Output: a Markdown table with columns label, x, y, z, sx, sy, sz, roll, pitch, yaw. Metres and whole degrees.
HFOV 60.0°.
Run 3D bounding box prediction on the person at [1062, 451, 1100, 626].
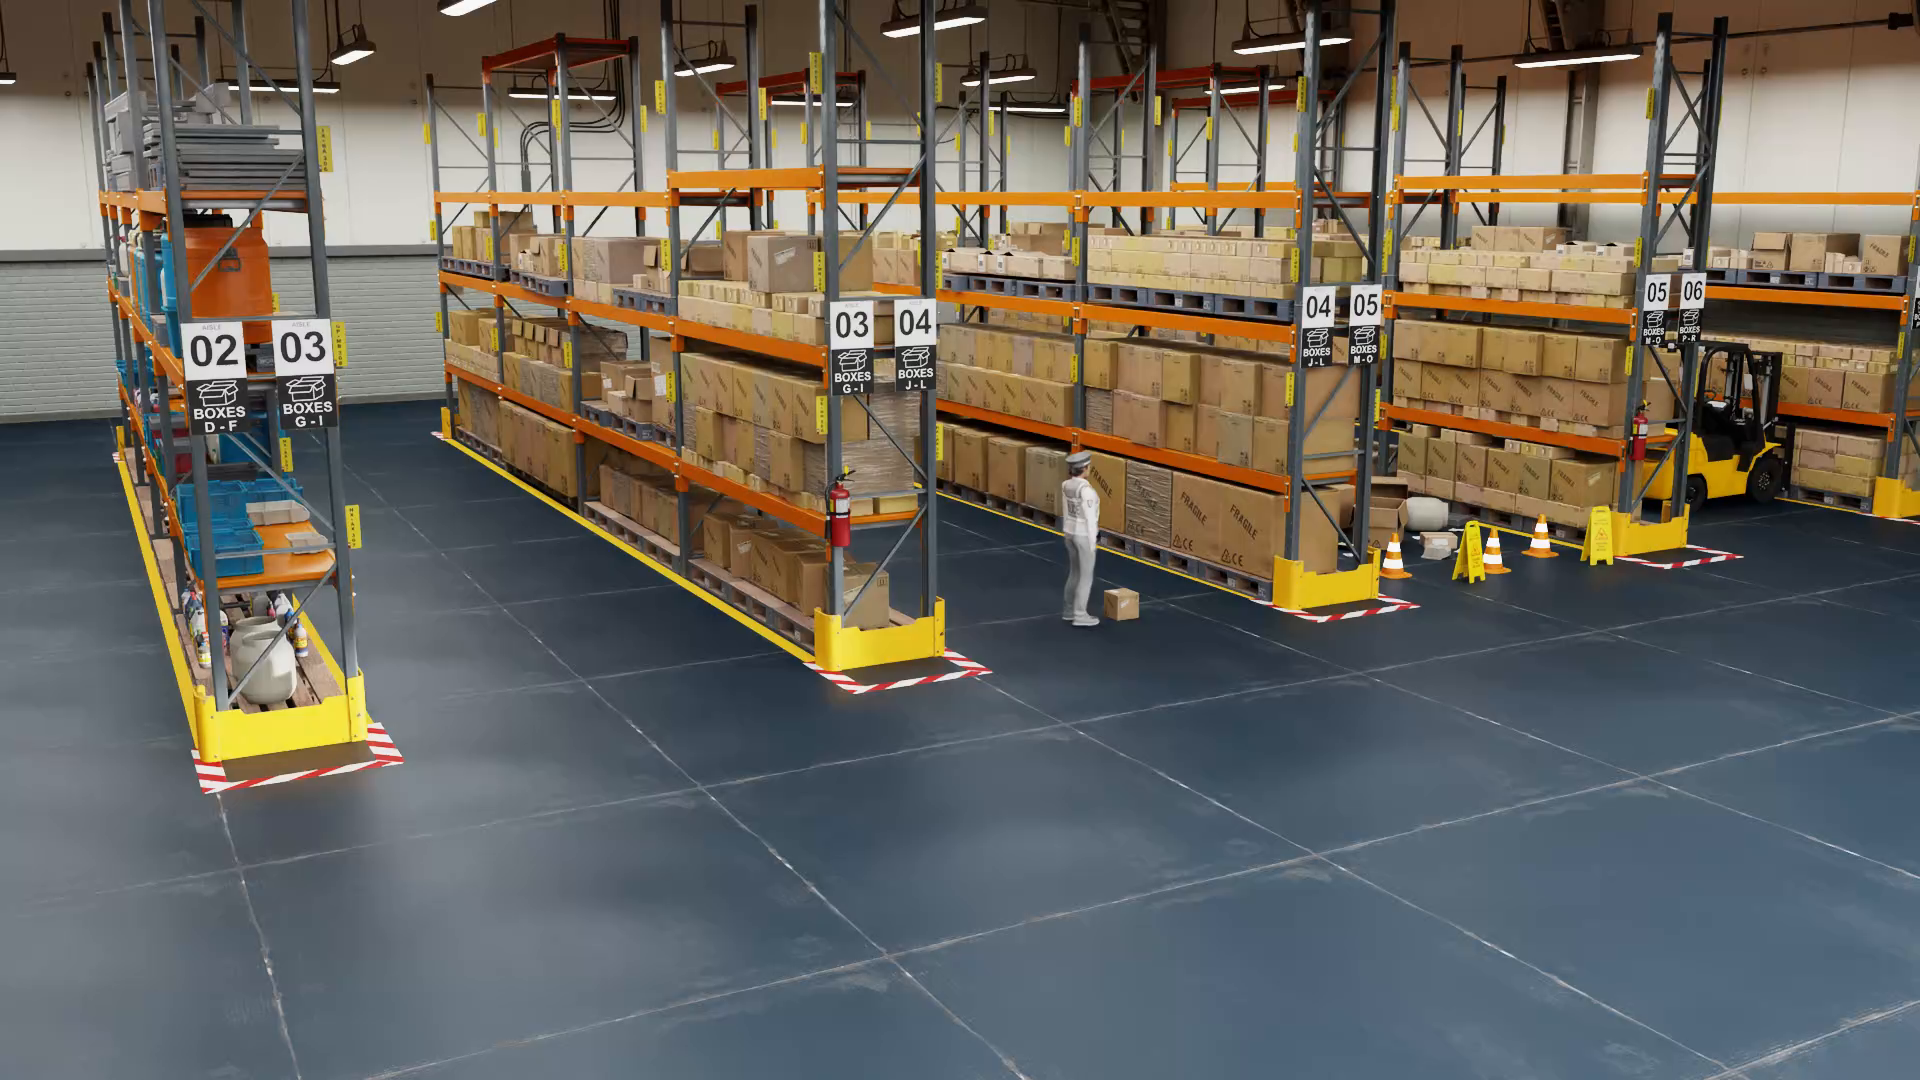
| label | x | y | z | sx | sy | sz | roll | pitch | yaw |
| --- | --- | --- | --- | --- | --- | --- | --- | --- | --- |
| person | 1.166 | -0.021 | 16.023 | 0.340 | 1.681 | 0.466 | -6 | 13 | -27 |
